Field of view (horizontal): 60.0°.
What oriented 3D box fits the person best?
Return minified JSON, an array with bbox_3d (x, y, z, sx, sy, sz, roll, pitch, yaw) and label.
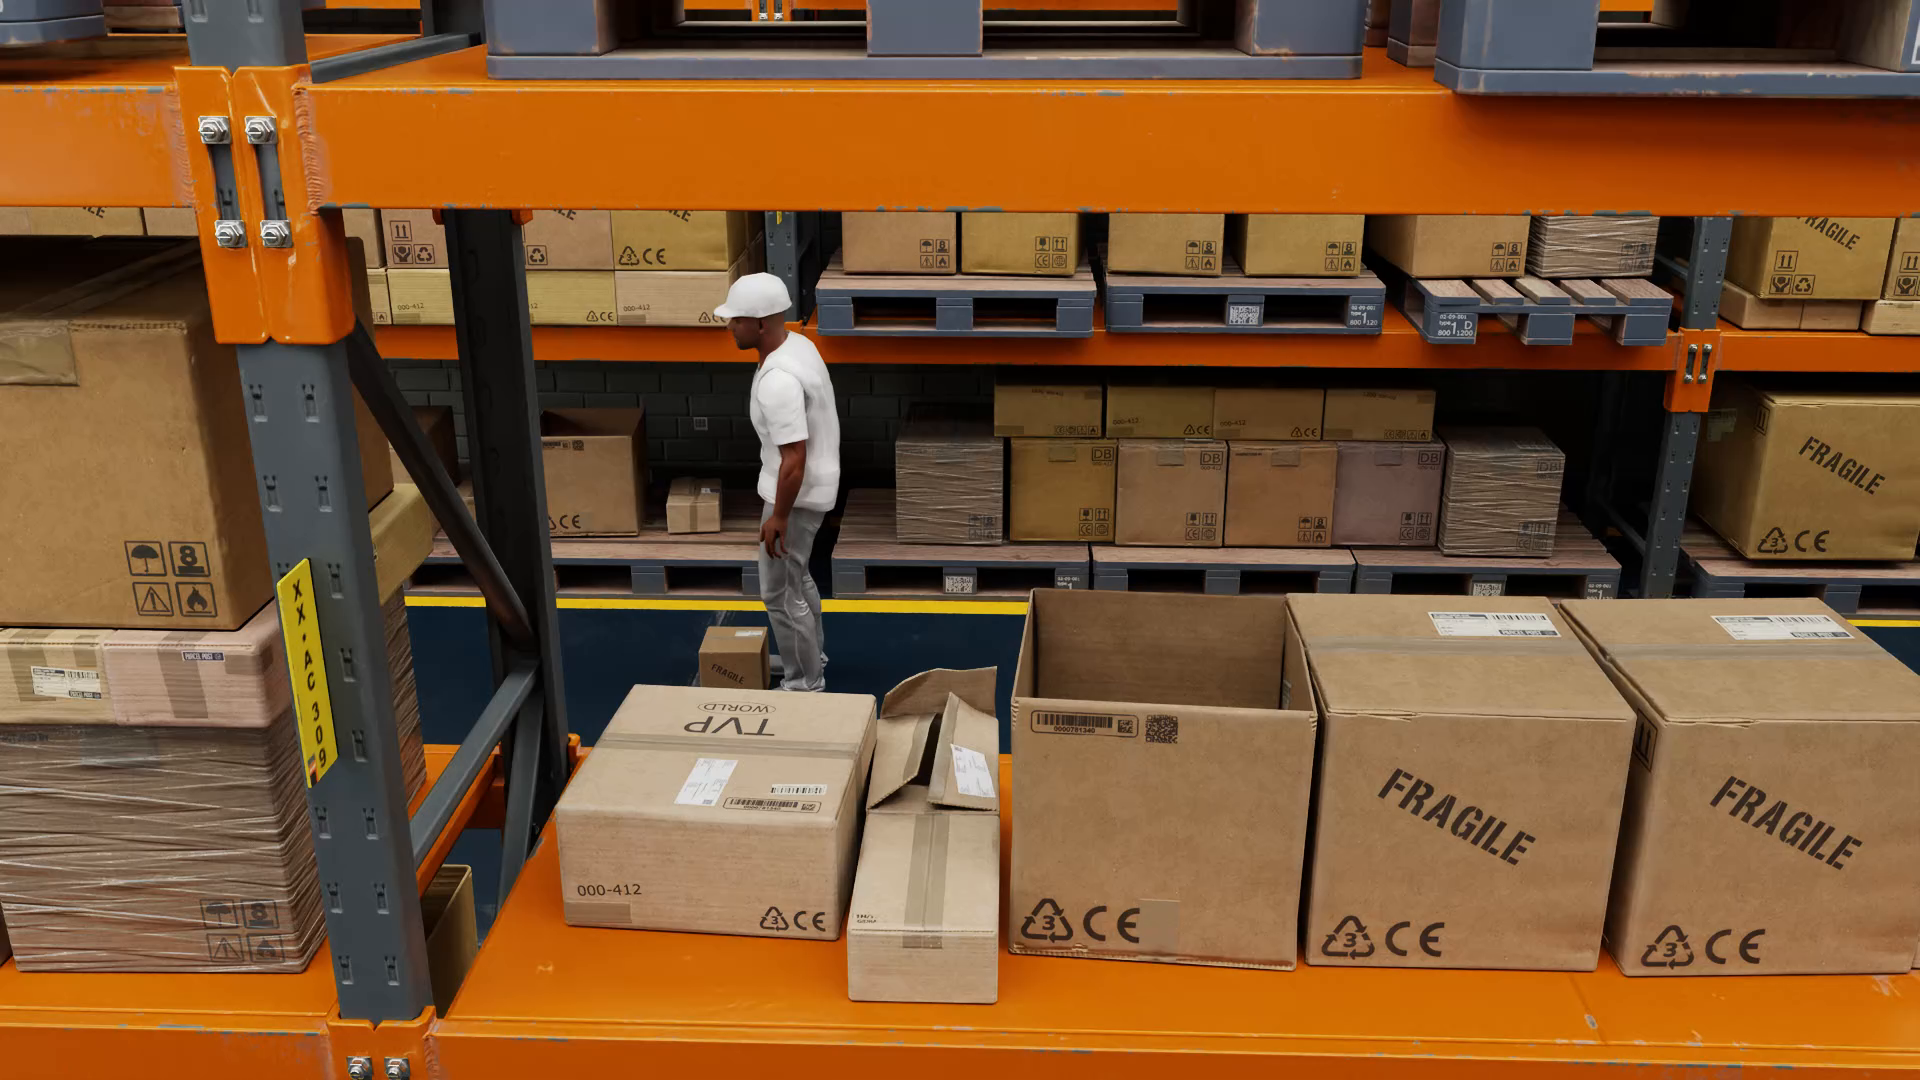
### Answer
[{"bbox_3d":[-0.695,-0.183,6.540,0.460,1.760,0.634,-1,21,-2],"label":"person"}]
